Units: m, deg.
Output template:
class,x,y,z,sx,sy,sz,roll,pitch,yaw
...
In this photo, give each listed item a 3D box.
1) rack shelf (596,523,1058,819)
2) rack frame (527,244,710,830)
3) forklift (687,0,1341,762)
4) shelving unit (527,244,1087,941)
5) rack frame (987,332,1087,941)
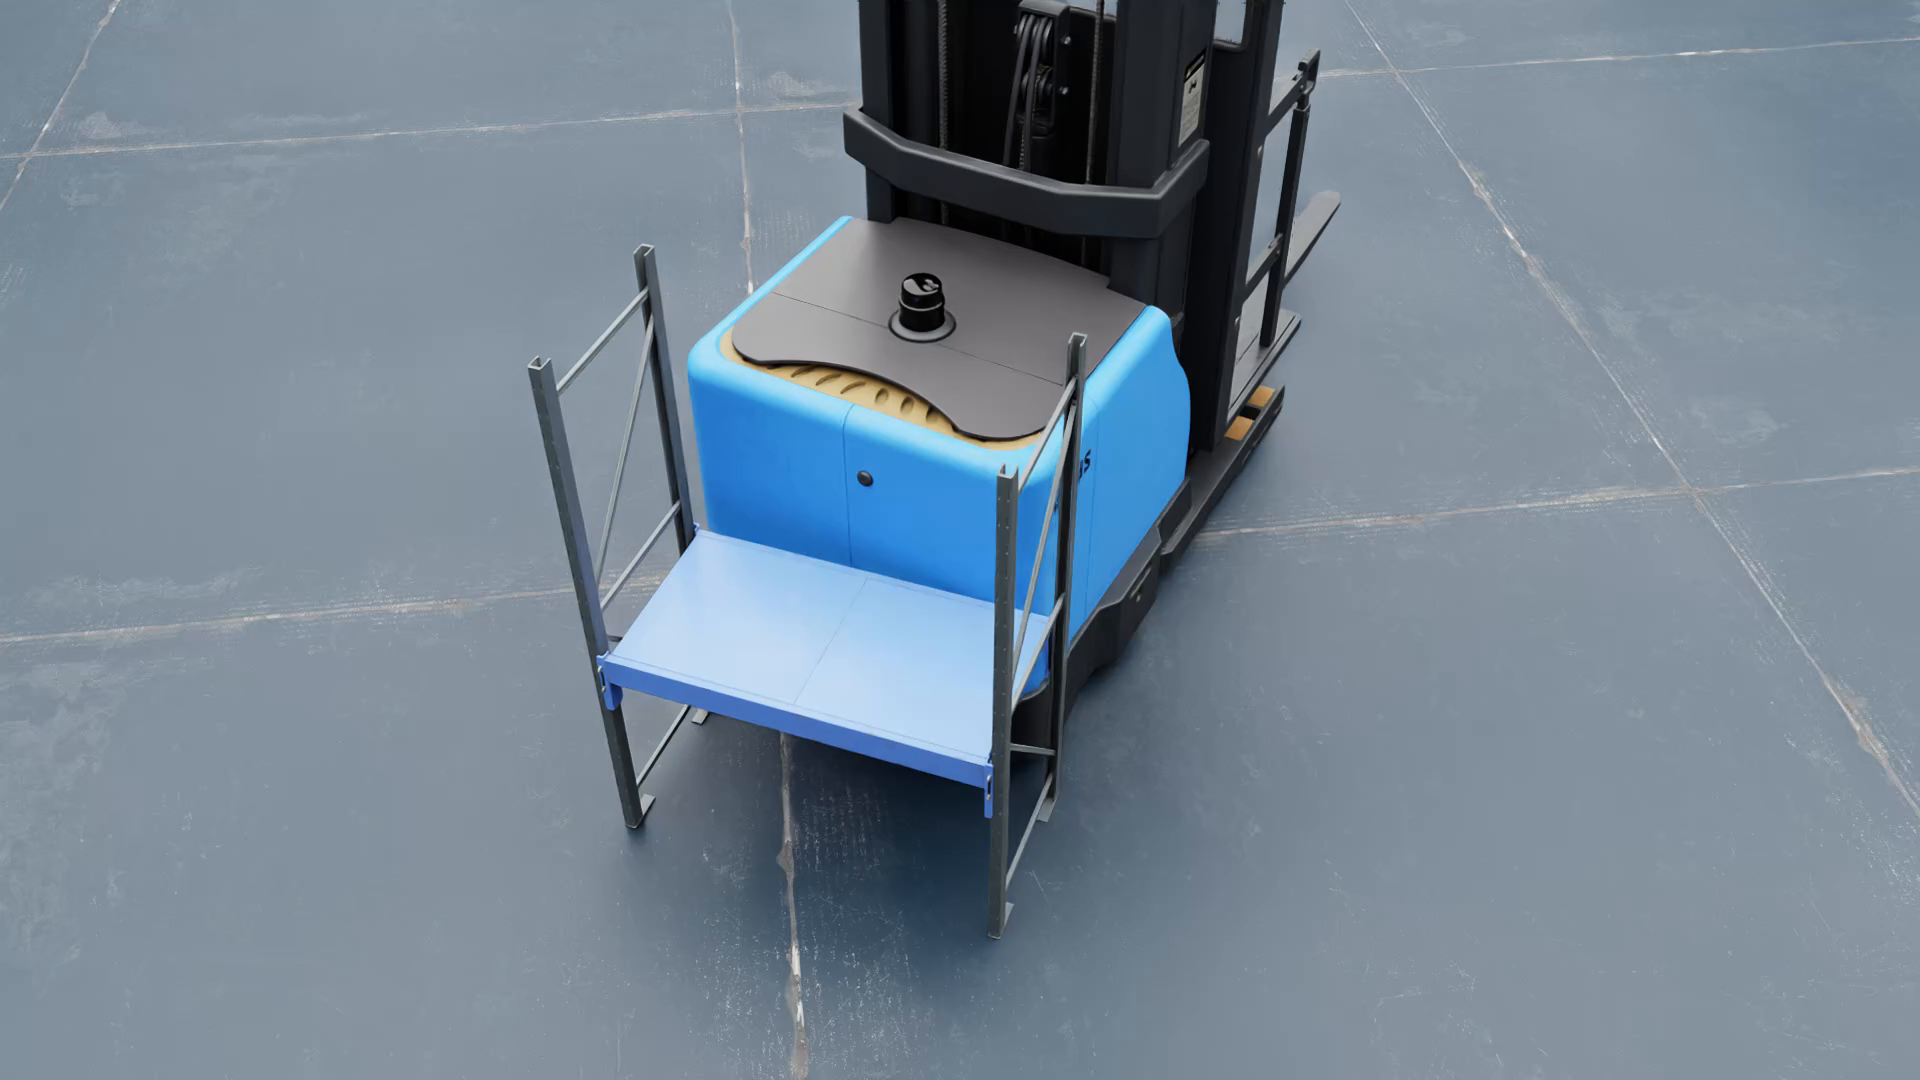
class,x,y,z,sx,sy,sz,roll,pitch,yaw
rack shelf,-0.309,0.298,4.068,1.000,0.185,0.538,14,44,15
rack frame,-0.787,0.049,4.076,0.032,1.500,0.500,14,44,15
forklift,0.442,-1.469,4.690,1.130,2.935,3.031,20,46,21
shelving unit,-0.309,0.165,3.948,1.048,1.500,0.538,14,44,15
rack frame,0.169,0.280,3.819,0.032,1.500,0.500,14,44,15
